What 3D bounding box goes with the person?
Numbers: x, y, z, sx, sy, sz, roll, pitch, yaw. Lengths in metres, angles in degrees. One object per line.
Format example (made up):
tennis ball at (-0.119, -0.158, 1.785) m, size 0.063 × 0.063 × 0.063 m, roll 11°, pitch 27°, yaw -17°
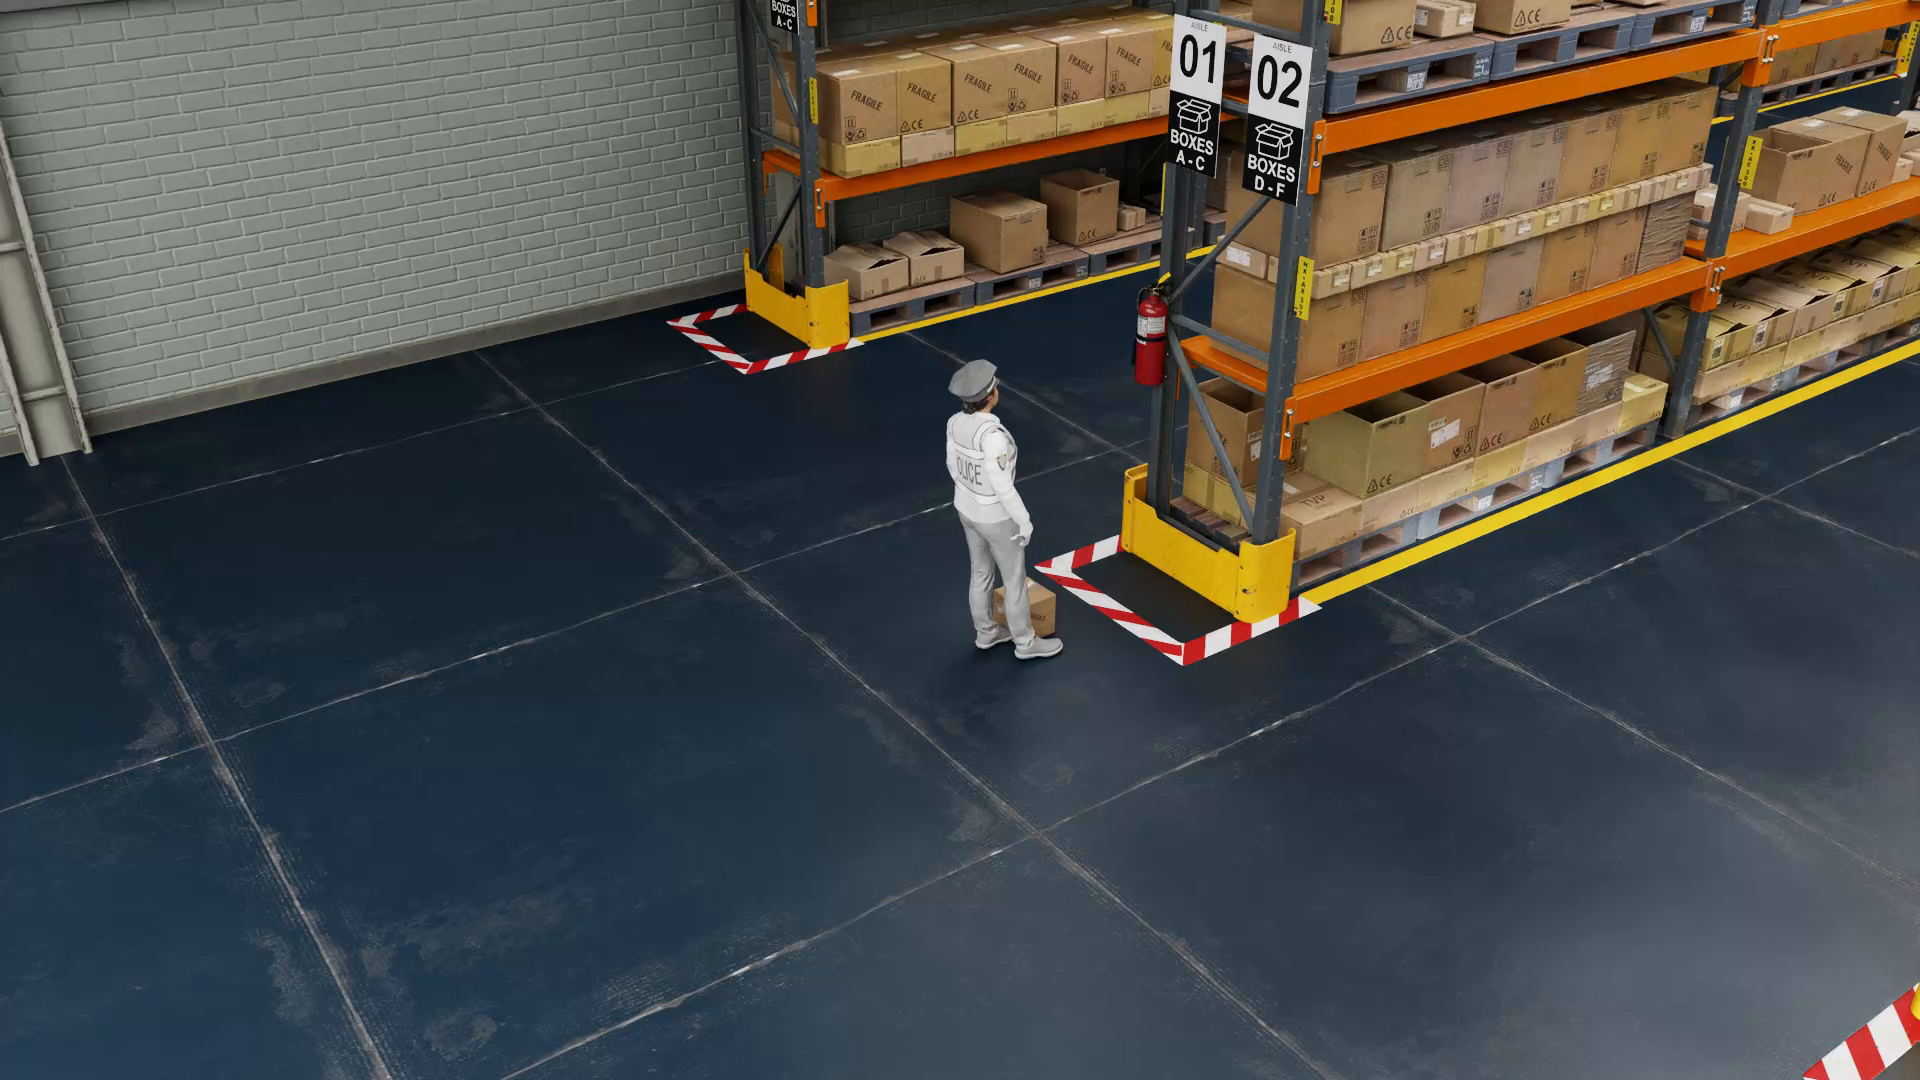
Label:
person at (0.211, -0.170, 8.881) m, size 0.529 × 1.694 × 0.587 m, roll -19°, pitch 34°, yaw -30°
